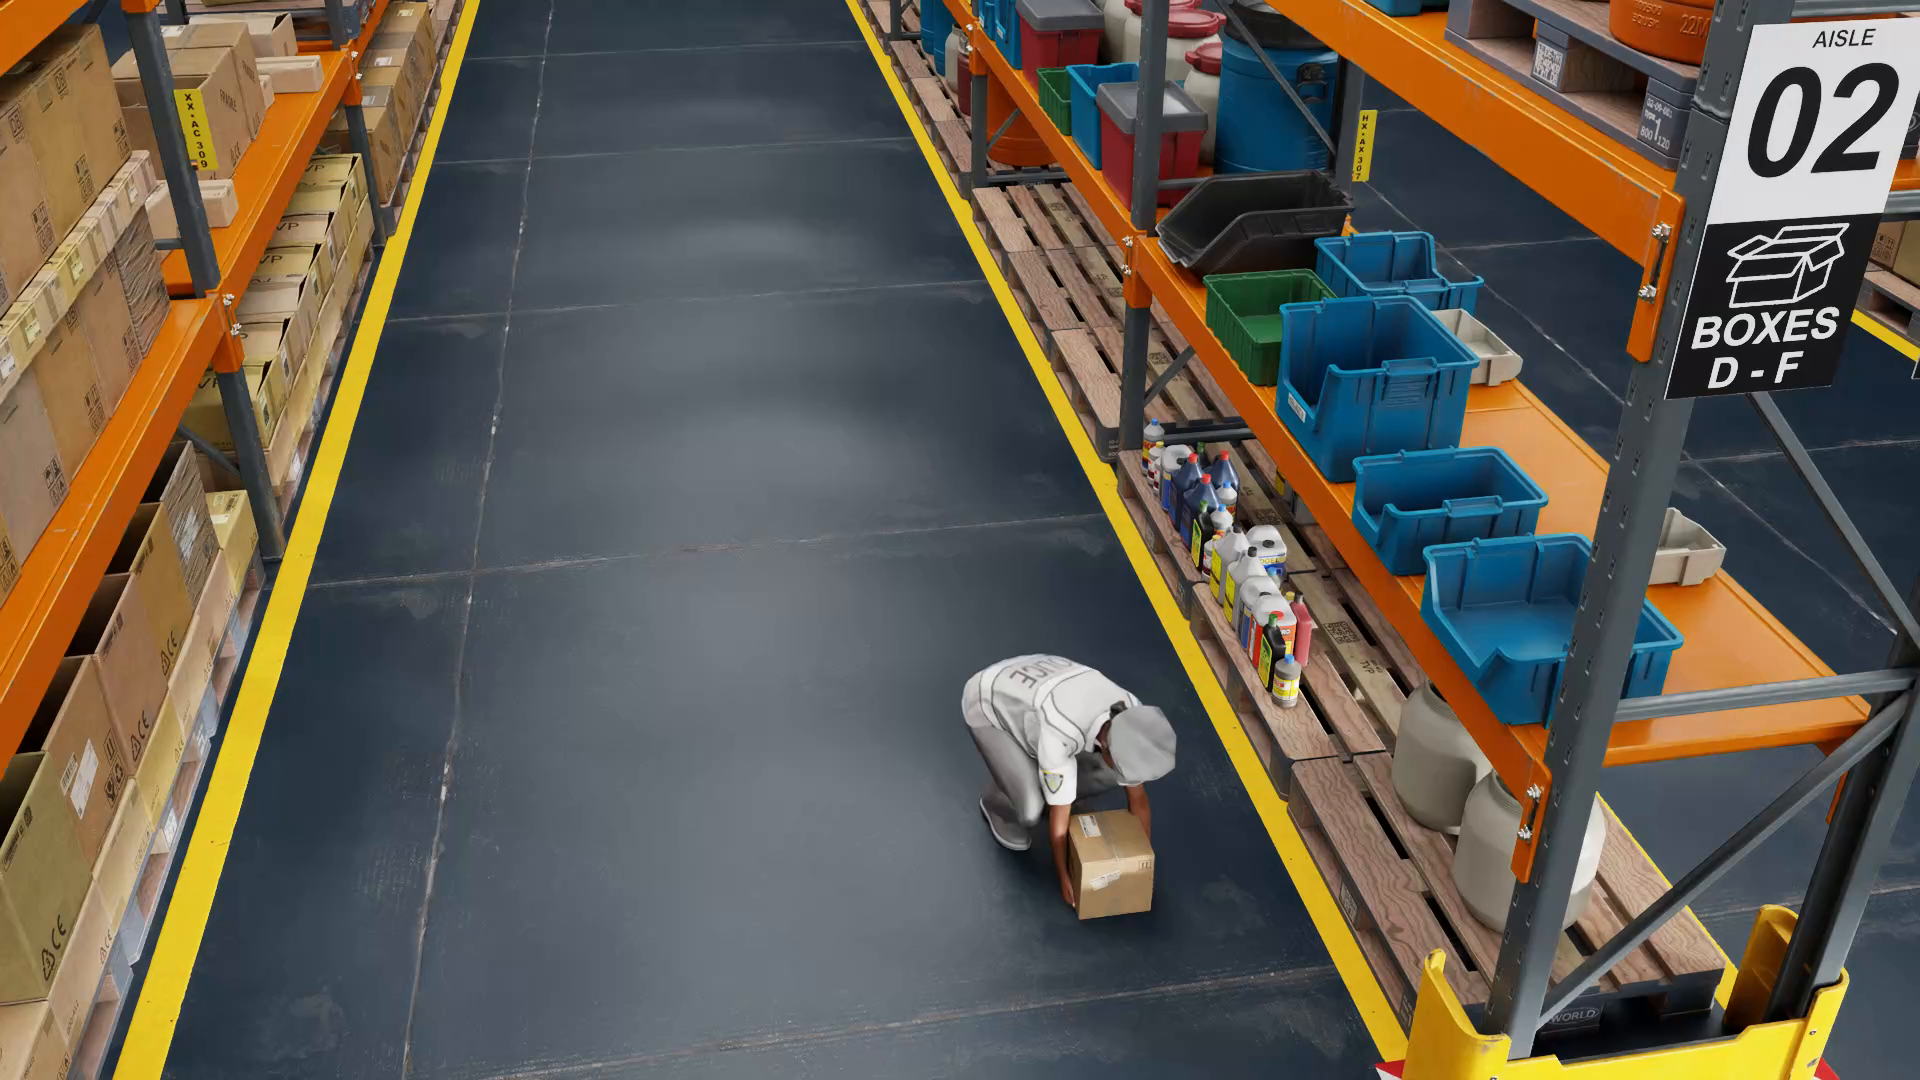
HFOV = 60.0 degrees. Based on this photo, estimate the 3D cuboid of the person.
[{"bbox_3d":[0.364,0.771,5.750,0.461,0.812,0.908,-16,35,-25],"label":"person"}]
